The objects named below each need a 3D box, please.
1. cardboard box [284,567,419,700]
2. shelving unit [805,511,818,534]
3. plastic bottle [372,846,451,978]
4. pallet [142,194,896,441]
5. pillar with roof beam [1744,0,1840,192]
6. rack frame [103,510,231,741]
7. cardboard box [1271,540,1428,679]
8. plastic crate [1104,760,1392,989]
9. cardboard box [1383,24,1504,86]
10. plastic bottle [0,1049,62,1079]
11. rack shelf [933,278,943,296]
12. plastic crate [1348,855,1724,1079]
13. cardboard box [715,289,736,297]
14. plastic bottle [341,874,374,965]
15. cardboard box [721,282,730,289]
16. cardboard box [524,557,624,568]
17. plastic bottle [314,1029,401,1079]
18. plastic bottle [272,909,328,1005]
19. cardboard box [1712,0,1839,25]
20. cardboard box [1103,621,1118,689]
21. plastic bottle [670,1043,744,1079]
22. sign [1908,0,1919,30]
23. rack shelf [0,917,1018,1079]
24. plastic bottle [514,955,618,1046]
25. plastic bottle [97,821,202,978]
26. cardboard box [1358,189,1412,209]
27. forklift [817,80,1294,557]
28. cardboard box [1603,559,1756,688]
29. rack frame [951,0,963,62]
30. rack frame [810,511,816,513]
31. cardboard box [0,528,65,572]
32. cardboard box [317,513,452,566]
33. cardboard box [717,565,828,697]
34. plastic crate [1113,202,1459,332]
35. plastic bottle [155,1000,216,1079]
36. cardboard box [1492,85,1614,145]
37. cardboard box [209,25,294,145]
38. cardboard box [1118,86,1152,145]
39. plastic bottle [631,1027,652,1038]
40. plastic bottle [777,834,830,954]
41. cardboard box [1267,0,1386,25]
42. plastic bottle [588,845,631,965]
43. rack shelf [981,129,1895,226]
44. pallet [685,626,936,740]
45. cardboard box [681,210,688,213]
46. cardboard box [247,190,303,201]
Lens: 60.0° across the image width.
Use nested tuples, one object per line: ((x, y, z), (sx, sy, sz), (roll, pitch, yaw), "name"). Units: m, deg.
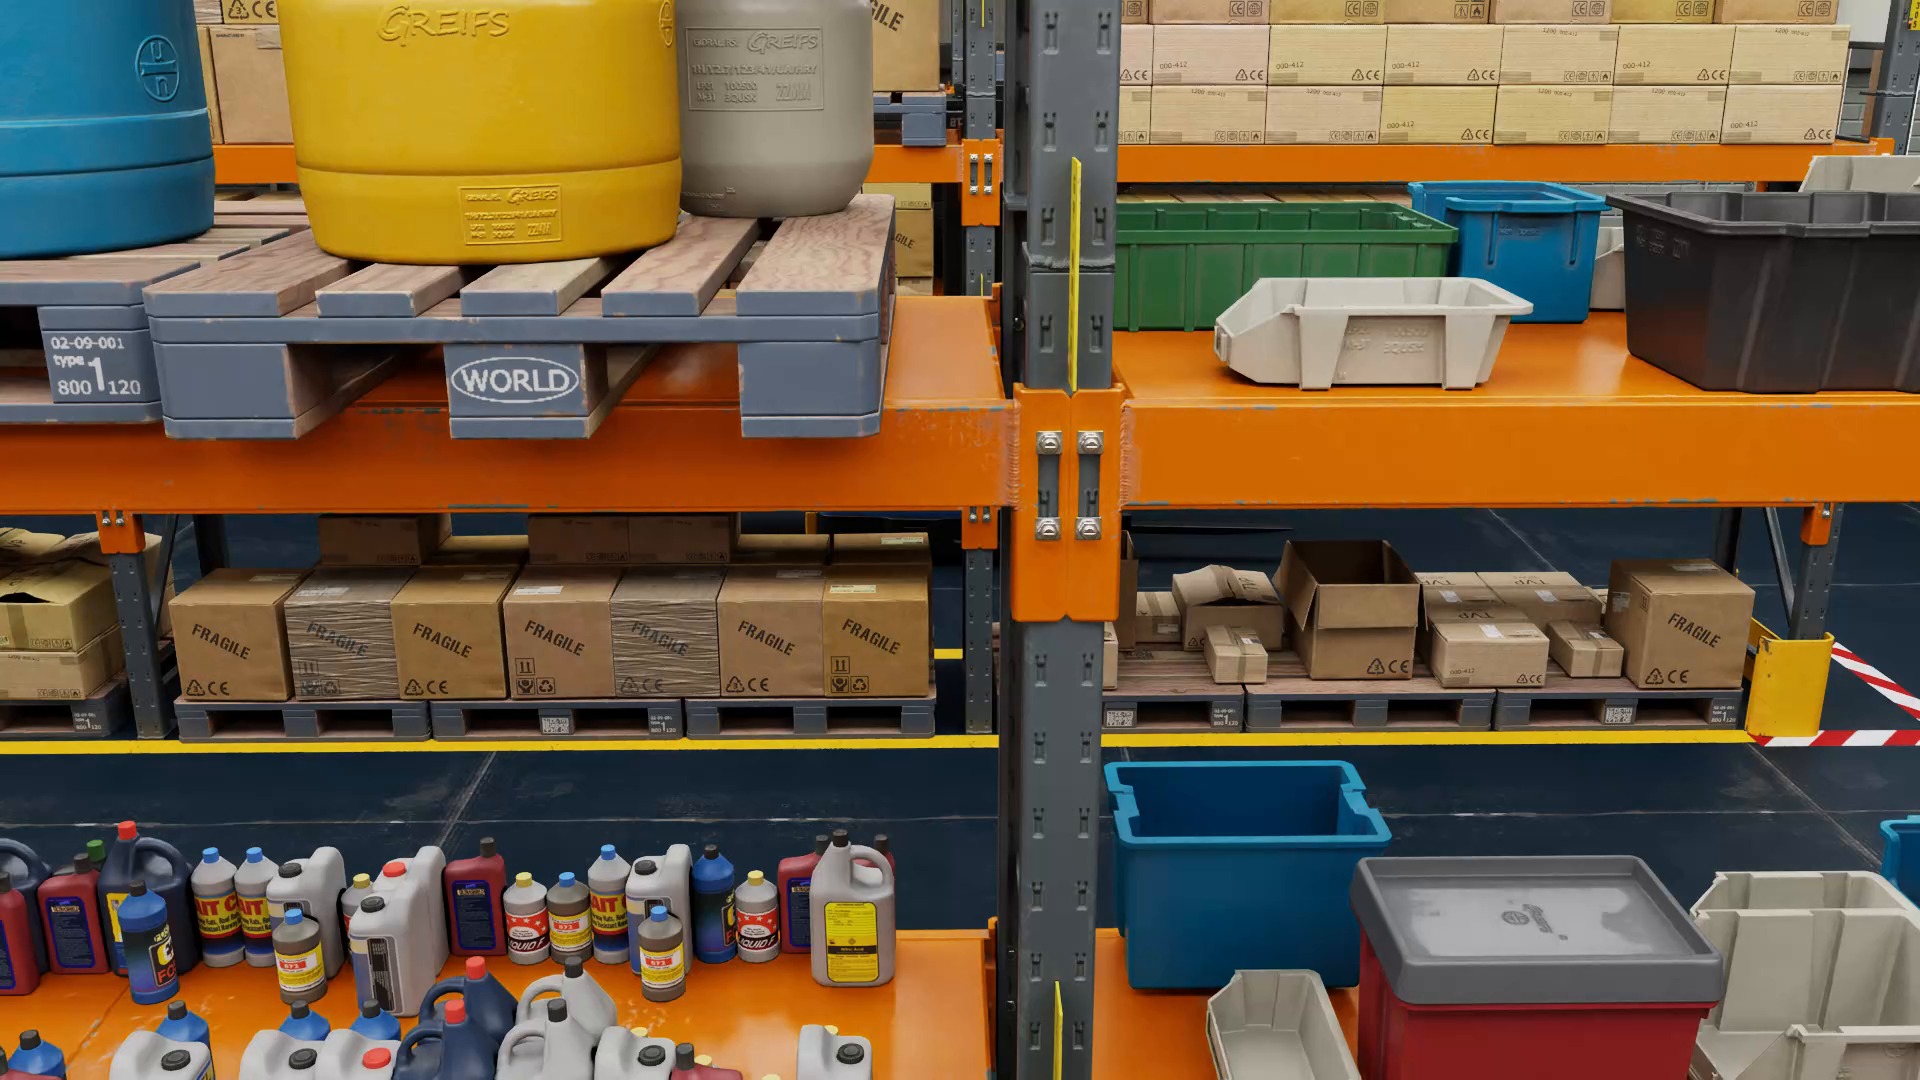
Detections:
((-2.933, 0.449, 8.109), (0.500, 0.500, 0.500), (-1, 18, -3), "cardboard box")
((-1.445, -0.751, 10.933), (1.083, 1.500, 0.587), (1, 18, 3), "shelving unit")
((-1.236, 0.830, 3.751), (0.135, 0.276, 0.152), (0, 18, -1), "plastic bottle")
((-0.624, -0.424, 2.856), (1.003, 0.211, 1.213), (0, 18, -1), "pallet")
((6.755, -3.983, 8.732), (0.400, 9.000, 9.100), (0, 18, -1), "pillar with roof beam")
((-3.916, -0.613, 8.046), (0.127, 3.000, 1.000), (0, 18, -1), "rack frame")
((1.962, 0.337, 8.454), (0.637, 0.503, 0.797), (0, 18, -1), "cardboard box")
((0.620, 0.754, 3.715), (0.575, 0.384, 0.392), (0, 18, -1), "plastic crate")
((2.074, -2.158, 7.379), (0.500, 0.250, 0.500), (0, 18, -1), "cardboard box")
((-1.697, 1.058, 3.029), (0.133, 0.283, 0.061), (0, 18, -1), "plastic bottle")
((-1.998, -1.793, 12.903), (4.000, 0.370, 1.077), (0, 18, -1), "rack shelf")
((1.055, 0.894, 3.146), (0.583, 0.464, 0.402), (0, 18, -1), "plastic crate")
((-1.080, -0.923, 8.162), (0.500, 0.500, 0.700), (3, 18, 8), "cardboard box")
((-1.353, 0.858, 3.787), (0.097, 0.201, 0.097), (0, 18, 0), "plastic bottle")
((-1.868, -1.956, 12.613), (0.250, 0.149, 0.380), (0, 18, 1), "cardboard box")
((-1.942, 0.285, 8.620), (0.500, 0.500, 0.500), (-1, 18, -3), "cardboard box")
((-1.100, 1.045, 3.083), (0.135, 0.276, 0.152), (0, 18, -1), "plastic bottle")
((-1.448, 0.905, 3.641), (0.097, 0.201, 0.097), (0, 18, 0), "plastic bottle")
((3.570, -2.596, 7.517), (0.500, 0.500, 0.700), (0, 18, -1), "cardboard box")
((0.507, 0.503, 8.250), (0.500, 0.311, 0.500), (0, 18, -1), "cardboard box")
((-0.461, 1.052, 3.048), (0.133, 0.283, 0.061), (0, 18, -1), "plastic bottle")
((4.072, -2.331, 7.045), (0.005, 0.325, 0.100), (0, 18, -1), "sign")
((-1.841, 1.233, 3.470), (4.000, 0.370, 1.077), (0, 18, -1), "rack shelf")
((-0.758, 0.965, 3.210), (0.185, 0.351, 0.144), (0, 18, -1), "plastic bottle")
((-1.823, 0.796, 3.735), (0.185, 0.351, 0.144), (0, 18, -1), "plastic bottle")
((3.492, -2.301, 12.820), (0.700, 0.700, 0.980), (1, 18, 2), "cardboard box")
((0.628, -1.384, 10.563), (3.031, 2.935, 1.130), (1, 18, 3), "forklift")
((3.544, 0.407, 8.239), (0.500, 0.500, 0.500), (0, 18, -1), "cardboard box")
((0.002, -5.001, 11.906), (0.127, 3.000, 1.000), (0, 18, -1), "rack frame")
((-0.947, -0.742, 10.905), (0.032, 1.500, 0.500), (1, 18, 3), "rack frame")
((-4.969, 0.148, 8.572), (0.500, 0.311, 0.500), (-1, 18, -2), "cardboard box")
((-2.928, -0.067, 8.489), (0.500, 0.250, 0.500), (0, 18, 1), "cardboard box")
((-0.899, 0.439, 8.141), (0.500, 0.500, 0.500), (0, 18, -1), "cardboard box")
((0.577, -0.541, 3.259), (0.662, 0.188, 0.450), (0, 18, -1), "plastic crate")
((-1.487, 1.011, 3.196), (0.097, 0.271, 0.097), (0, 18, 0), "plastic bottle")
((2.574, -1.920, 7.456), (0.500, 0.250, 0.500), (0, 18, -1), "cardboard box")
((-2.970, -2.103, 7.619), (0.500, 0.500, 0.910), (0, 18, -1), "cardboard box")
((0.574, -1.916, 7.443), (0.500, 0.250, 0.500), (0, 18, -1), "cardboard box")
((-0.616, 1.040, 3.220), (0.097, 0.201, 0.097), (0, 18, 0), "plastic bottle")
((-0.348, 0.809, 3.807), (0.133, 0.283, 0.061), (0, 18, -1), "plastic bottle")
((1.572, -2.561, 7.410), (0.500, 0.500, 0.700), (0, 18, -1), "cardboard box")
((-0.793, 0.822, 3.785), (0.097, 0.271, 0.097), (0, 18, 0), "plastic bottle")
((2.084, -1.727, 7.788), (4.000, 0.370, 1.077), (0, 18, -1), "rack shelf")
((-0.729, 0.711, 8.484), (1.213, 0.211, 1.003), (0, 18, -1), "pallet")
((-1.967, -2.255, 12.483), (0.500, 0.500, 0.500), (0, 18, 1), "cardboard box")
((-5.026, -2.366, 12.629), (0.500, 0.500, 0.700), (-2, 18, -6), "cardboard box")
